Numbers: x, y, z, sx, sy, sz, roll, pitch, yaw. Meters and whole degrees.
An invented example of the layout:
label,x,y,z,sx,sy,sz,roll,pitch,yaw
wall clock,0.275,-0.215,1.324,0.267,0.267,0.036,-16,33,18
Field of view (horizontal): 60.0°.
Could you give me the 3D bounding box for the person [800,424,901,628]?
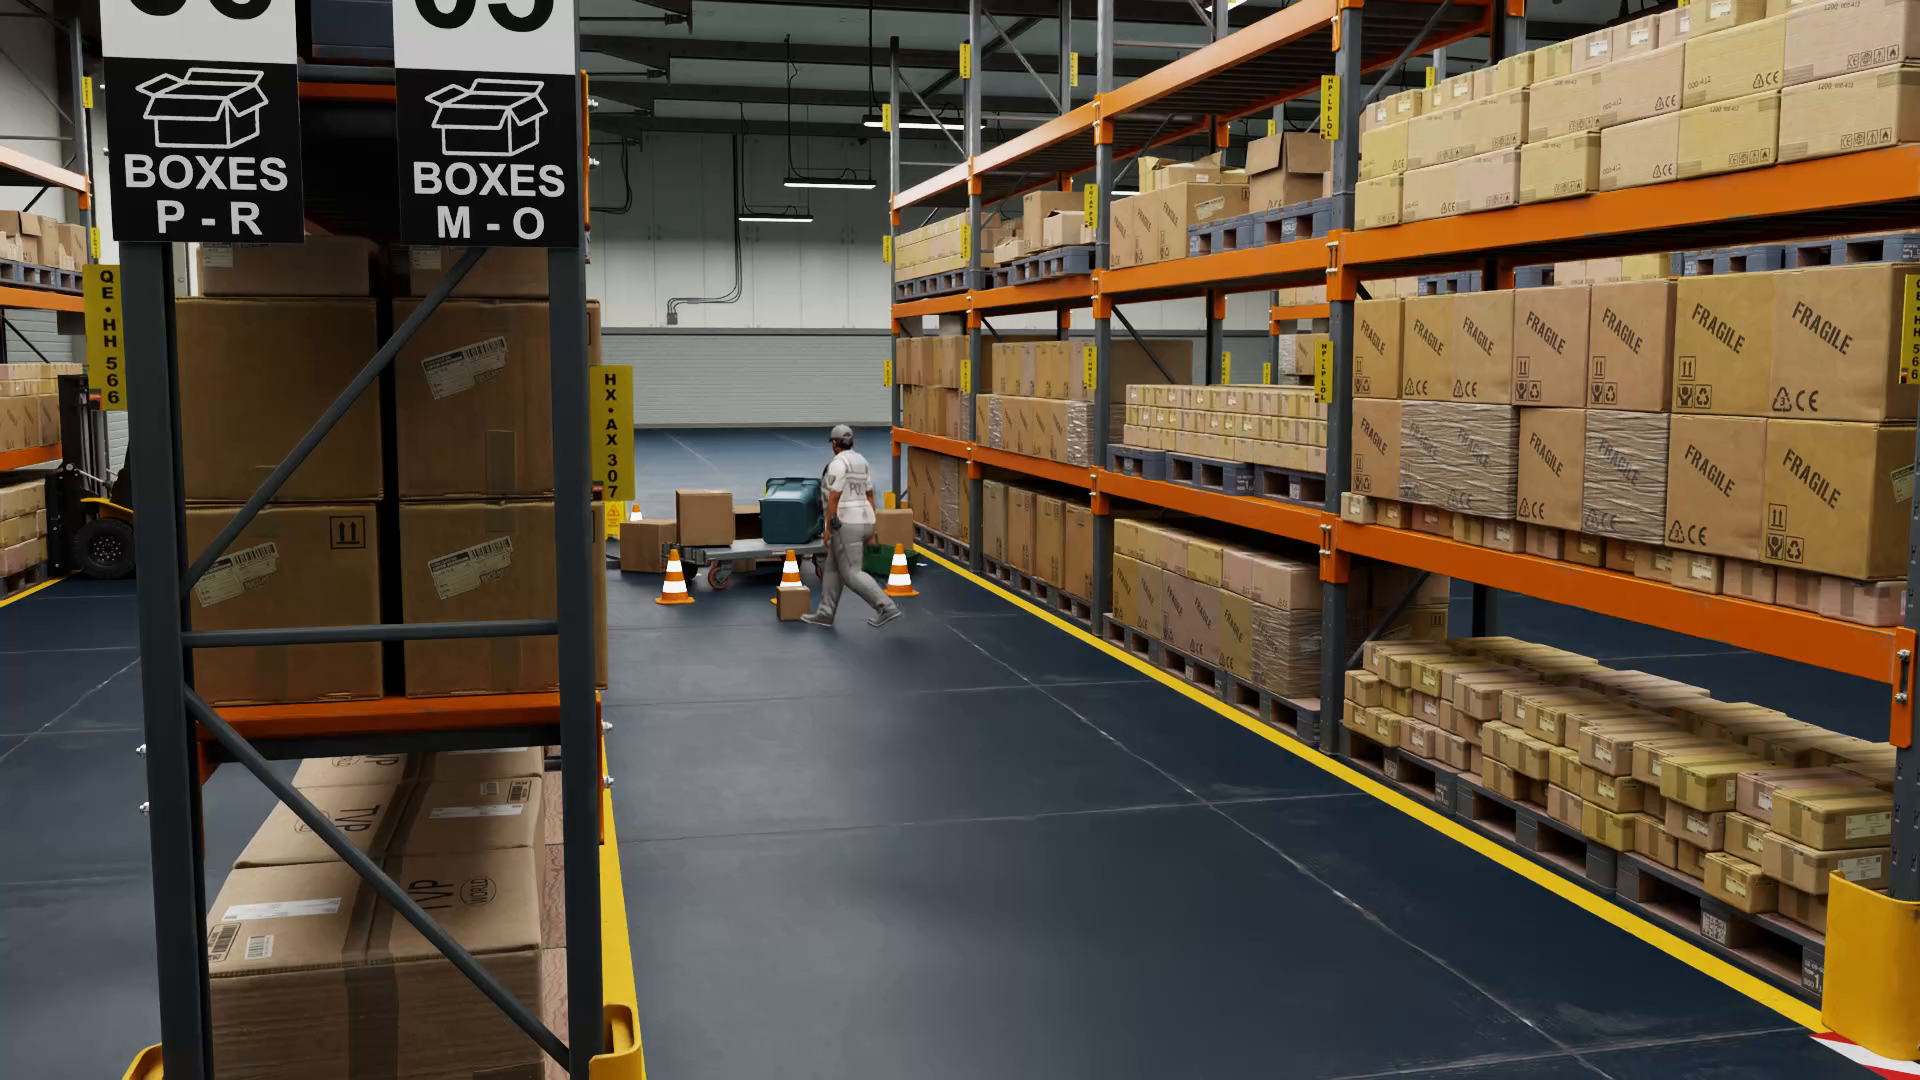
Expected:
label,x,y,z,sx,sy,sz,roll,pitch,yaw
person,-0.857,-0.097,13.125,0.961,1.623,0.484,2,7,21
